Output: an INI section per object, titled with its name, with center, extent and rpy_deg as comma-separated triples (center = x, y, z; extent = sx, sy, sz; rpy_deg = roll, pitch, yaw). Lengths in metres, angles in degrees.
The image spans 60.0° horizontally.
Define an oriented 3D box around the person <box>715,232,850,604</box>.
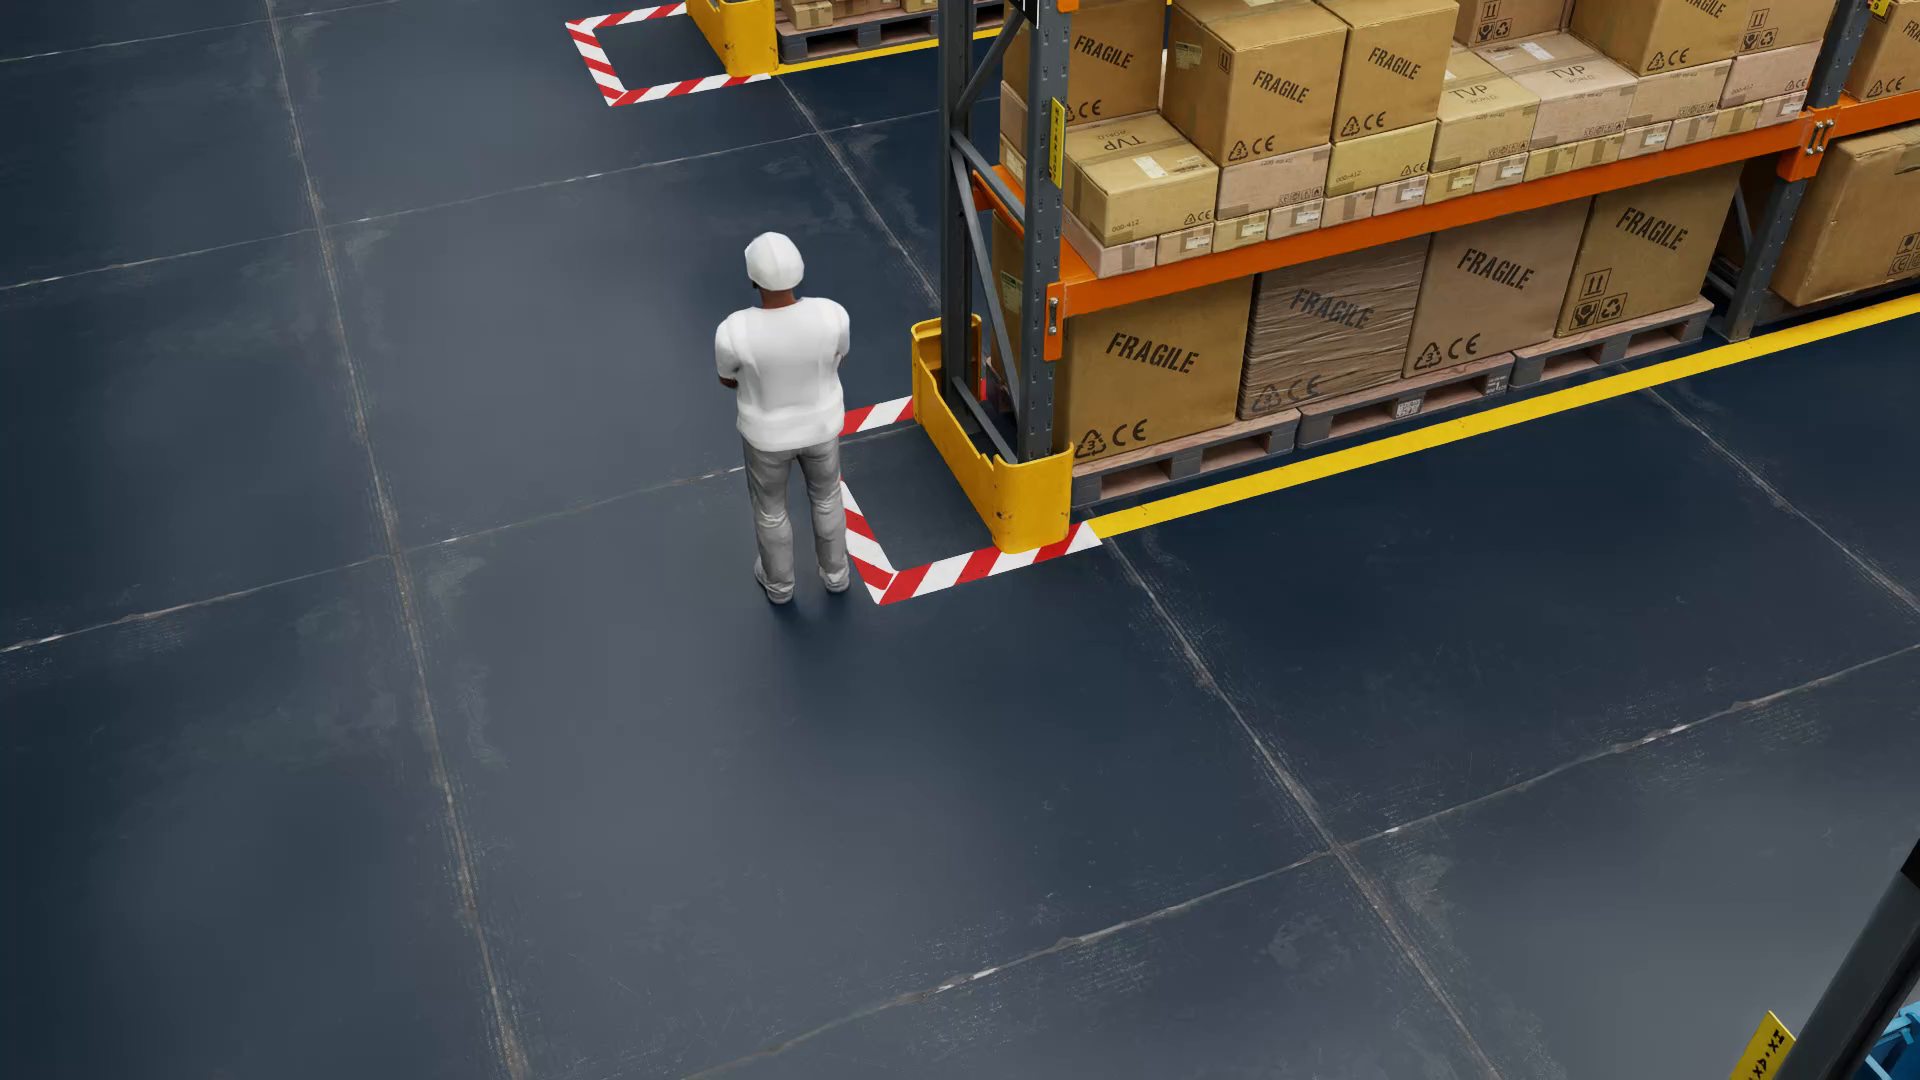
[person]
center = -0.711, -0.526, 6.735
extent = 0.528, 1.769, 0.567
rpy_deg = -11, 43, -13
